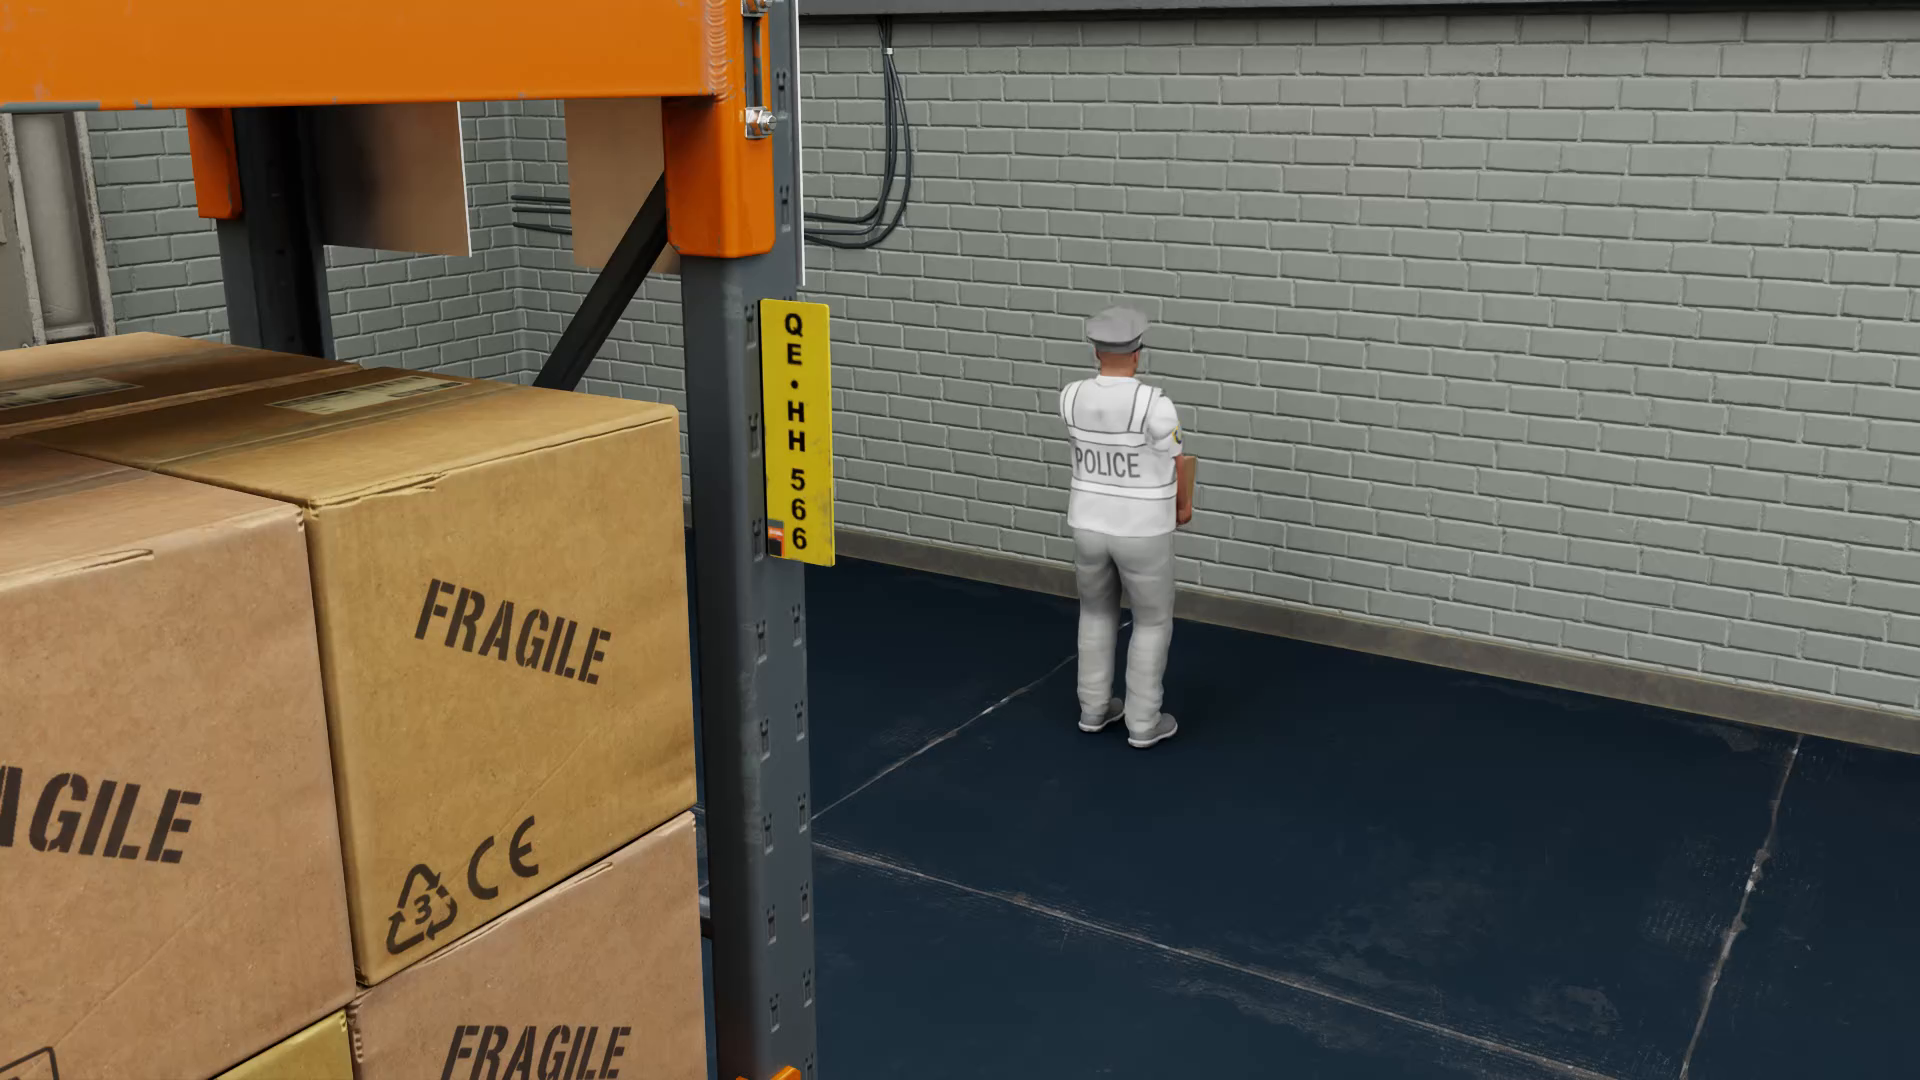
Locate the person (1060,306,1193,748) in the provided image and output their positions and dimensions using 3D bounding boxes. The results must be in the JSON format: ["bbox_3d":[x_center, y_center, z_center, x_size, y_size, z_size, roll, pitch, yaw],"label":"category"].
[{"bbox_3d":[0.689,-0.071,6.739,0.490,1.771,0.541,10,19,31],"label":"person"}]
